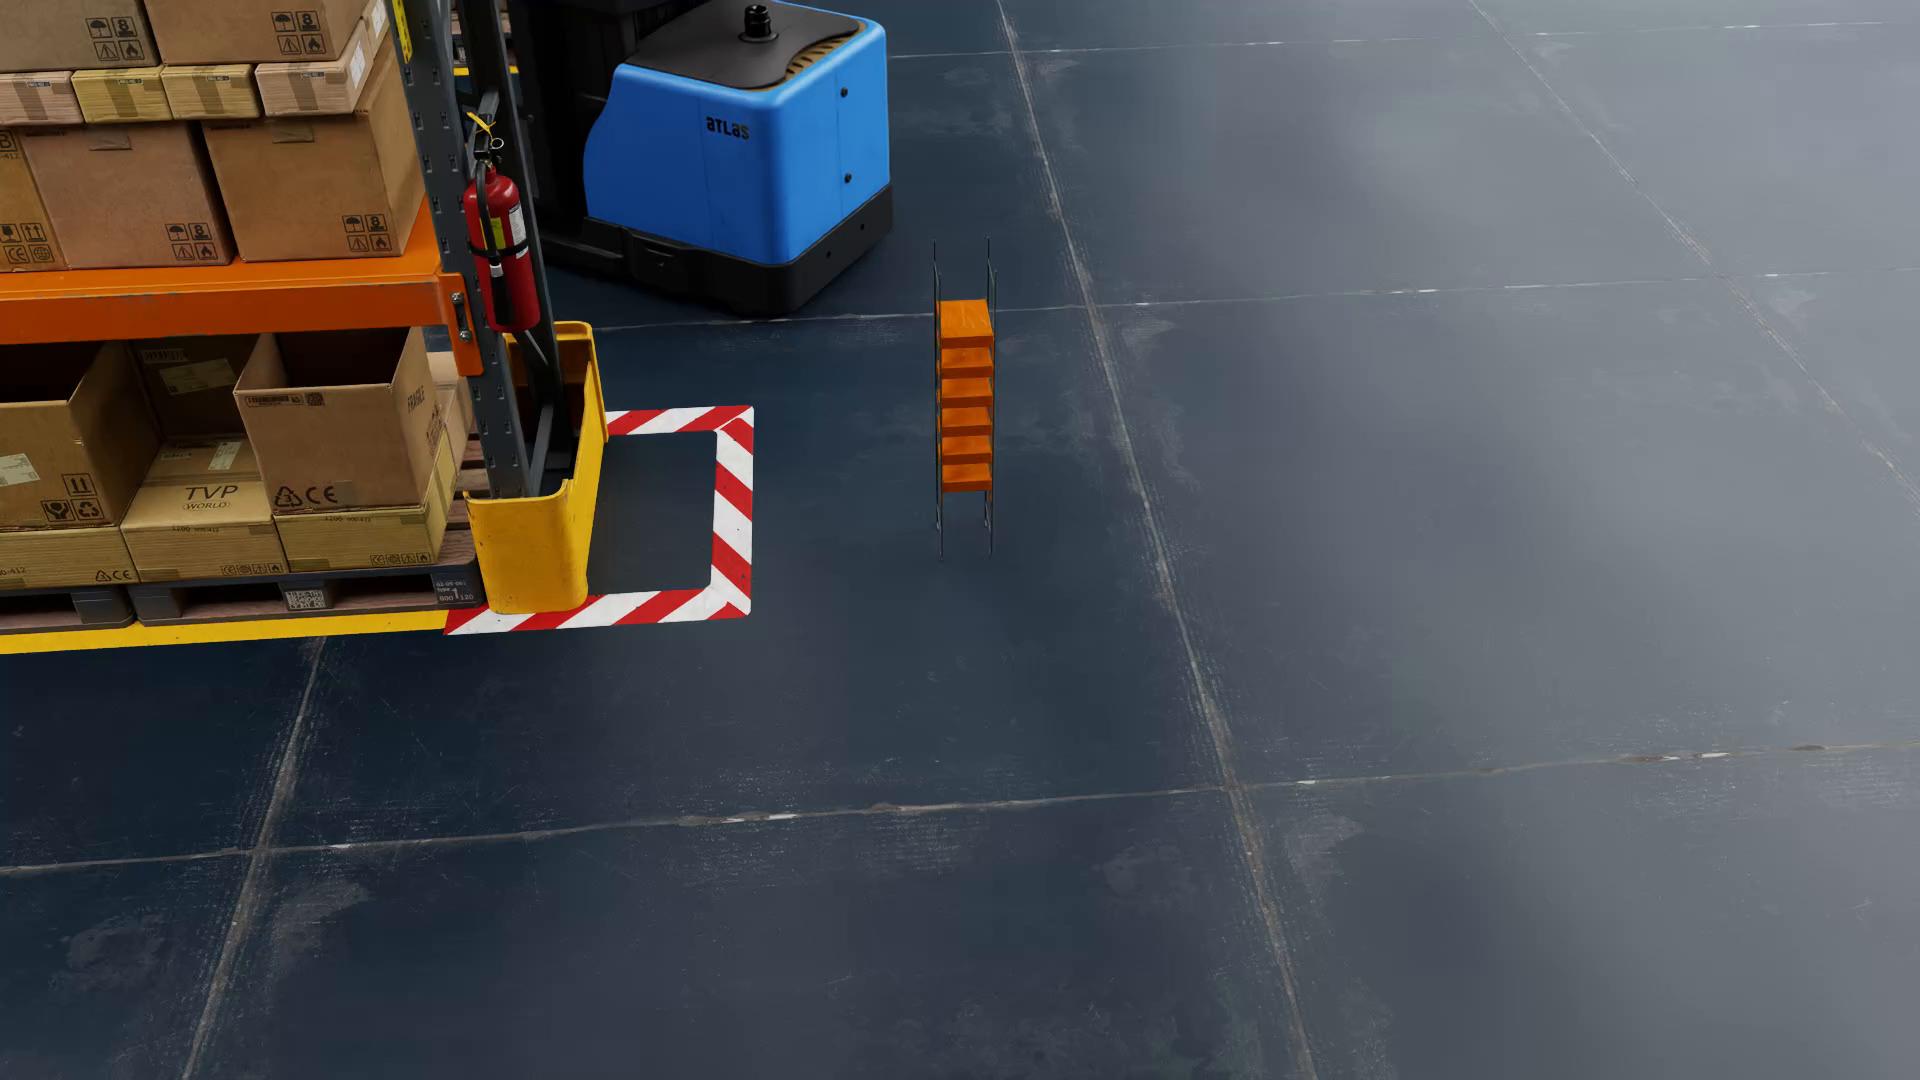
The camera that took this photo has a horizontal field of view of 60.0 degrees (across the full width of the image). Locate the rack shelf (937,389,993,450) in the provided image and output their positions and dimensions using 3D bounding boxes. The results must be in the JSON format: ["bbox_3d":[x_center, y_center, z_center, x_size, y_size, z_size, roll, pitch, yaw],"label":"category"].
[{"bbox_3d":[0.014,-0.437,5.907,0.180,0.103,0.258,-3,38,-4],"label":"rack shelf"}]

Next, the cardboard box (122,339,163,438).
[{"bbox_3d":[-3.135,-0.700,5.992,0.500,0.500,0.500,-3,38,-4],"label":"cardboard box"}]

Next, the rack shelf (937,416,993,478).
[{"bbox_3d":[0.014,-0.343,5.981,0.180,0.103,0.258,-3,38,-4],"label":"rack shelf"}]

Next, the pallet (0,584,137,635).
[{"bbox_3d":[-3.557,-0.049,6.142,1.213,0.211,1.003,-3,38,-4],"label":"pallet"}]

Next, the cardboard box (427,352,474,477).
[{"bbox_3d":[-2.141,-0.470,6.305,0.500,0.250,0.500,-3,38,-4],"label":"cardboard box"}]

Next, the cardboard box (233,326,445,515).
[{"bbox_3d":[-2.095,-0.444,5.666,0.500,0.500,0.500,-3,38,-4],"label":"cardboard box"}]

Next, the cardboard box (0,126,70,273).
[{"bbox_3d":[-3.071,-1.243,5.323,0.500,0.500,0.700,-3,38,-4],"label":"cardboard box"}]

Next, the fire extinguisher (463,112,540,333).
[{"bbox_3d":[-1.428,-0.966,5.116,0.183,0.674,0.296,-3,38,-4],"label":"fire extinguisher"}]

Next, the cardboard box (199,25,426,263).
[{"bbox_3d":[-2.053,-1.298,5.393,0.500,0.500,0.700,-3,38,-4],"label":"cardboard box"}]

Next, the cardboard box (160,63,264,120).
[{"bbox_3d":[-2.211,-1.417,5.020,0.250,0.149,0.380,-2,38,-3],"label":"cardboard box"}]

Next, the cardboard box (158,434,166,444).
[{"bbox_3d":[-3.136,-0.413,6.233,0.500,0.250,0.500,-3,38,-4],"label":"cardboard box"}]

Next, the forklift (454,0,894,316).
[{"bbox_3d":[-1.865,-2.801,7.434,3.031,2.935,1.130,18,42,22],"label":"forklift"}]

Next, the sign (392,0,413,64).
[{"bbox_3d":[-1.552,-1.489,4.589,0.005,0.325,0.100,-3,38,-4],"label":"sign"}]

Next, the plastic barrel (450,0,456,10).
[{"bbox_3d":[-3.170,-3.411,9.820,0.421,0.512,0.421,0,38,0],"label":"plastic barrel"}]

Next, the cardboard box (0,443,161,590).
[{"bbox_3d":[-3.090,-0.087,5.820,0.500,0.250,0.500,-3,38,-4],"label":"cardboard box"}]

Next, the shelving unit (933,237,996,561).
[{"bbox_3d":[0.014,-0.472,5.879,0.189,1.200,0.258,-3,38,-4],"label":"shelving unit"}]

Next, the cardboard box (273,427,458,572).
[{"bbox_3d":[-2.095,-0.150,5.900,0.500,0.250,0.500,-3,38,-4],"label":"cardboard box"}]

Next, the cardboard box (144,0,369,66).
[{"bbox_3d":[-2.106,-1.805,4.988,0.500,0.500,0.700,-3,38,-4],"label":"cardboard box"}]

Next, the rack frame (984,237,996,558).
[{"bbox_3d":[0.106,-0.477,5.886,0.006,1.200,0.240,-3,38,-4],"label":"rack frame"}]

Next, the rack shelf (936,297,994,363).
[{"bbox_3d":[0.014,-0.720,5.684,0.180,0.103,0.258,-3,38,-4],"label":"rack shelf"}]

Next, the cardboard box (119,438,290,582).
[{"bbox_3d":[-2.592,-0.116,5.856,0.500,0.250,0.500,-3,38,-4],"label":"cardboard box"}]

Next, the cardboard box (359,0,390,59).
[{"bbox_3d":[-1.997,-1.682,5.356,0.250,0.149,0.380,-3,38,-4],"label":"cardboard box"}]

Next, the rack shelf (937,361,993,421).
[{"bbox_3d":[0.014,-0.531,5.833,0.180,0.103,0.258,-3,38,-4],"label":"rack shelf"}]

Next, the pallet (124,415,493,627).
[{"bbox_3d":[-2.345,-0.114,6.224,1.213,0.211,1.003,-3,38,-4],"label":"pallet"}]

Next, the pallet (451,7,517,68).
[{"bbox_3d":[-2.903,-3.164,10.090,1.213,0.211,1.003,-3,38,-4],"label":"pallet"}]

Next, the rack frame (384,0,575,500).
[{"bbox_3d":[-1.587,-1.277,5.447,0.127,3.000,1.000,-3,38,-4],"label":"rack frame"}]

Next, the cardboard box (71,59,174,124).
[{"bbox_3d":[-2.466,-1.403,5.002,0.250,0.149,0.380,-4,38,-5],"label":"cardboard box"}]

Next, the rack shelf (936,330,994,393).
[{"bbox_3d":[0.014,-0.625,5.758,0.180,0.103,0.258,-3,38,-4],"label":"rack shelf"}]

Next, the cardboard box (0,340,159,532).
[{"bbox_3d":[-3.089,-0.380,5.585,0.500,0.500,0.500,-3,38,-4],"label":"cardboard box"}]

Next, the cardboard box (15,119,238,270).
[{"bbox_3d":[-2.575,-1.267,5.353,0.500,0.500,0.700,-2,38,-3],"label":"cardboard box"}]

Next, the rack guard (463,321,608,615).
[{"bbox_3d":[-1.563,-0.297,6.223,0.348,0.500,1.175,-3,38,-4],"label":"rack guard"}]

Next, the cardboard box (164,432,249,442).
[{"bbox_3d":[-2.638,-0.440,6.267,0.500,0.250,0.500,-3,38,-4],"label":"cardboard box"}]

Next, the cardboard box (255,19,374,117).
[{"bbox_3d":[-1.950,-1.432,5.039,0.250,0.149,0.380,-4,38,-5],"label":"cardboard box"}]

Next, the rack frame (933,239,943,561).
[{"bbox_3d":[-0.077,-0.467,5.873,0.006,1.200,0.240,-3,38,-4],"label":"rack frame"}]

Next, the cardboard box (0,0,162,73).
[{"bbox_3d":[-2.629,-1.773,4.947,0.500,0.500,0.700,-4,38,-5],"label":"cardboard box"}]

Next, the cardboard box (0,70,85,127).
[{"bbox_3d":[-2.716,-1.390,4.986,0.250,0.149,0.380,-3,38,-3],"label":"cardboard box"}]

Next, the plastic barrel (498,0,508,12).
[{"bbox_3d":[-2.670,-3.438,9.855,0.421,0.512,0.421,0,38,0],"label":"plastic barrel"}]

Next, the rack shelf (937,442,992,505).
[{"bbox_3d":[0.014,-0.249,6.056,0.180,0.103,0.258,-3,38,-4],"label":"rack shelf"}]

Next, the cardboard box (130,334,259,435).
[{"bbox_3d":[-2.638,-0.736,6.036,0.500,0.500,0.500,-3,38,-4],"label":"cardboard box"}]

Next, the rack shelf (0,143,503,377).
[{"bbox_3d":[-3.579,-0.885,5.530,4.000,0.370,1.077,-3,38,-4],"label":"rack shelf"}]
